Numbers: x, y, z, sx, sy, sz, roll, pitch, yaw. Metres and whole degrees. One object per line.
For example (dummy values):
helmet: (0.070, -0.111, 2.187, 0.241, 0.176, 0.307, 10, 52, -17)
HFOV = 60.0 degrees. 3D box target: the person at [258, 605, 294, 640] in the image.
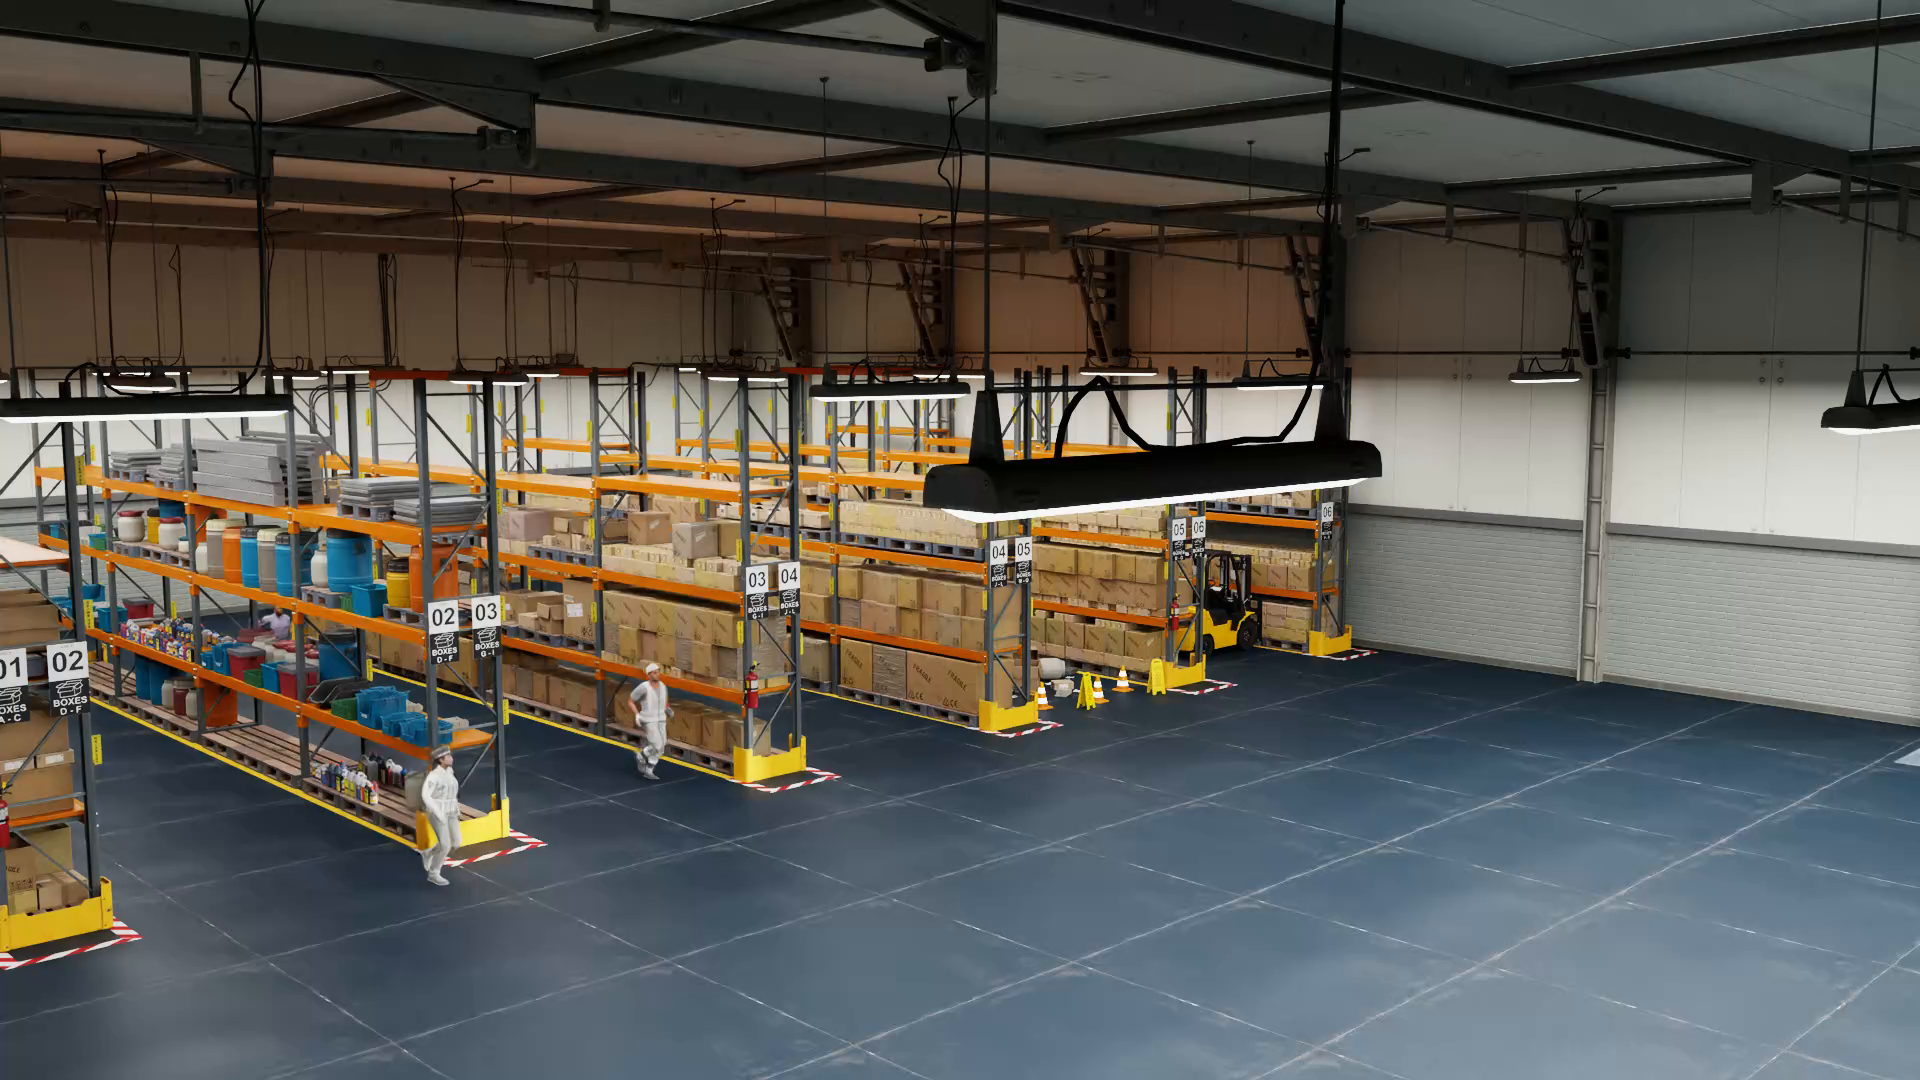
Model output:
person: (-12.801, 2.009, 31.224, 0.822, 1.693, 0.570, 4, 8, 33)

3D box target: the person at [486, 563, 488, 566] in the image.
person: (-10.539, 1.307, 37.282, 0.899, 1.641, 0.640, 6, 9, 43)

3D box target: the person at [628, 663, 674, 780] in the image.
person: (-4.518, 2.693, 24.626, 0.571, 1.735, 0.637, 5, 8, 40)

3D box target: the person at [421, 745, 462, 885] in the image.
person: (-6.242, 3.281, 20.013, 0.512, 1.632, 0.663, 2, 7, 15)
